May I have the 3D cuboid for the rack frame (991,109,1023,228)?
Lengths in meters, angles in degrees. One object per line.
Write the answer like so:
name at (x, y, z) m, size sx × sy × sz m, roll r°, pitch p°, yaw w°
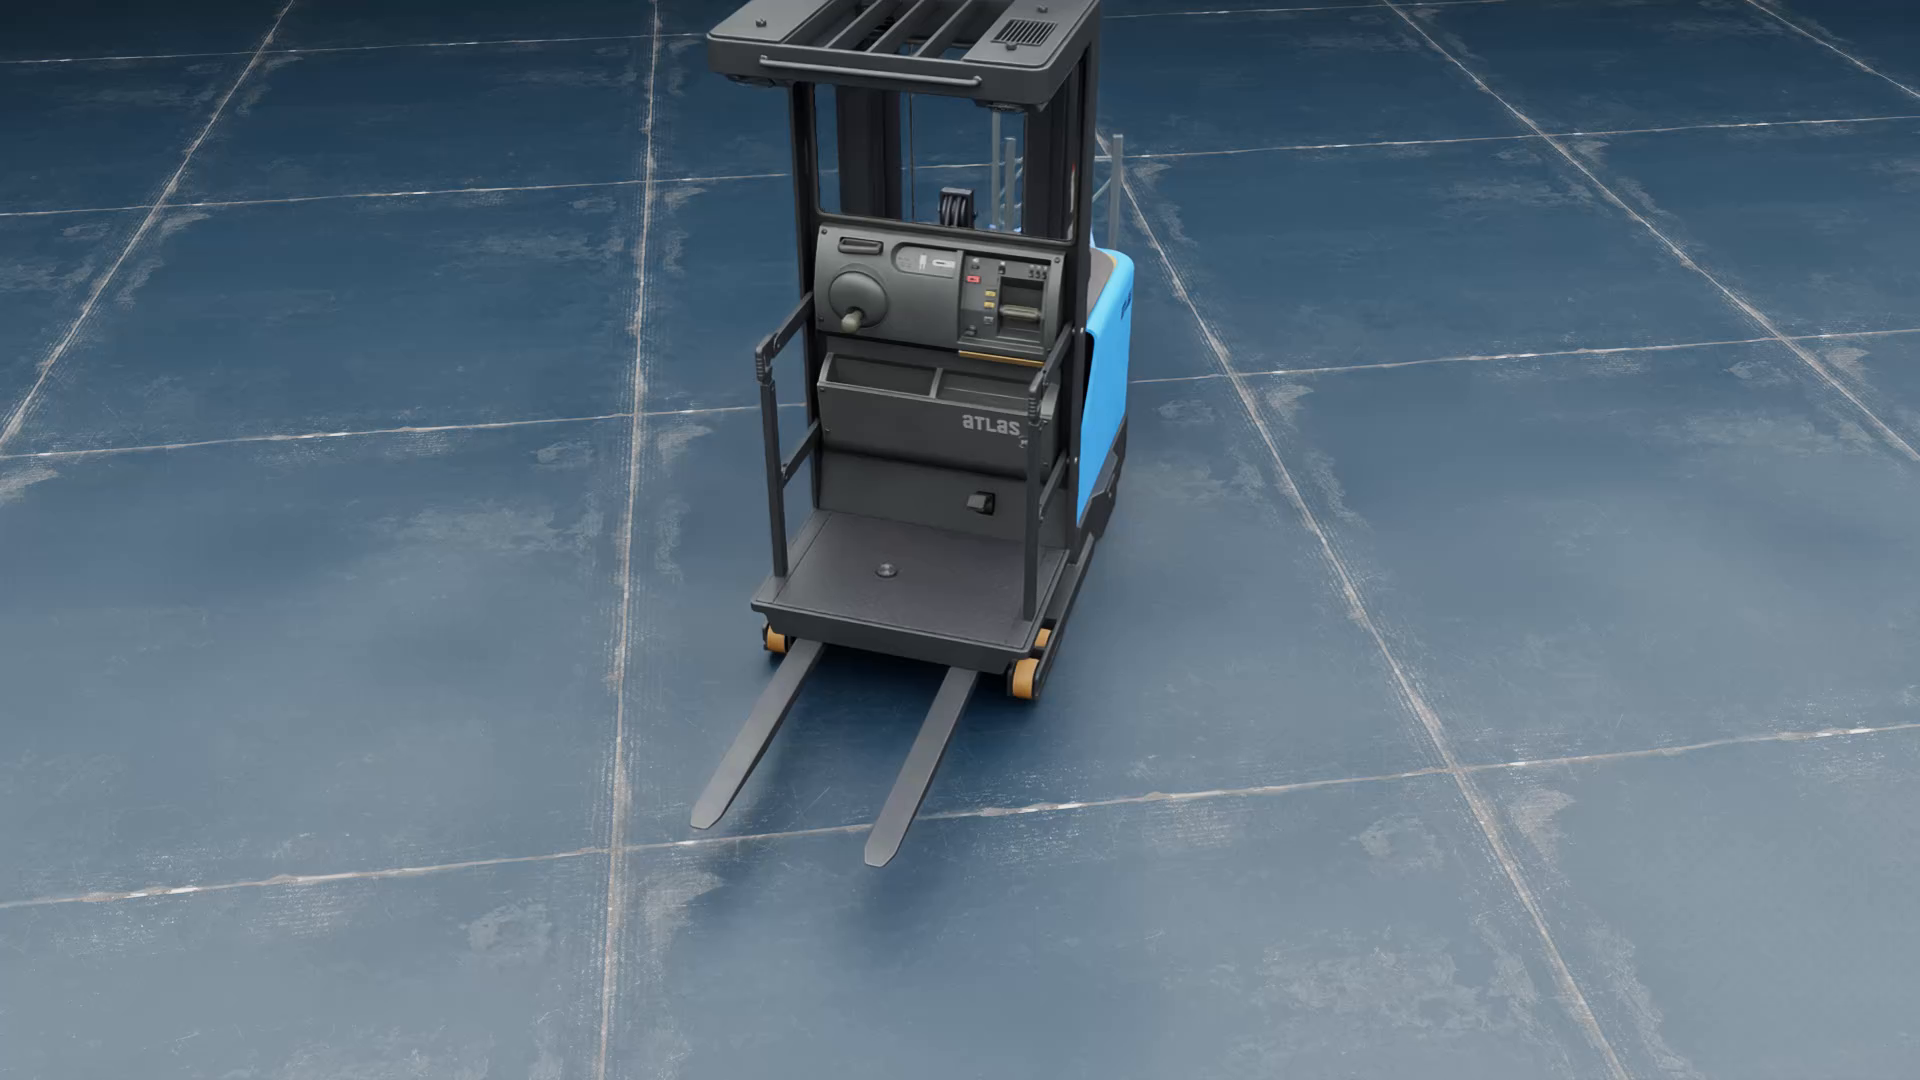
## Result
rack frame at (0.409, -1.683, 8.387) m, size 0.500 × 1.500 × 0.032 m, roll -1°, pitch 34°, yaw -2°

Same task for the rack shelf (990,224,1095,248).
rack shelf at (0.428, -1.248, 8.069) m, size 0.538 × 0.185 × 1.000 m, roll -1°, pitch 34°, yaw -2°

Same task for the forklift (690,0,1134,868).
forklift at (-0.142, -0.850, 5.895) m, size 1.130 × 2.935 × 3.031 m, roll 9°, pitch 35°, yaw 14°

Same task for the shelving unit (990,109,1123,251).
shelving unit at (0.429, -1.397, 7.968) m, size 0.538 × 1.500 × 1.048 m, roll -1°, pitch 34°, yaw -2°

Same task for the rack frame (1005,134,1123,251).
rack frame at (0.448, -1.111, 7.548) m, size 0.500 × 1.500 × 0.032 m, roll -1°, pitch 34°, yaw -2°
